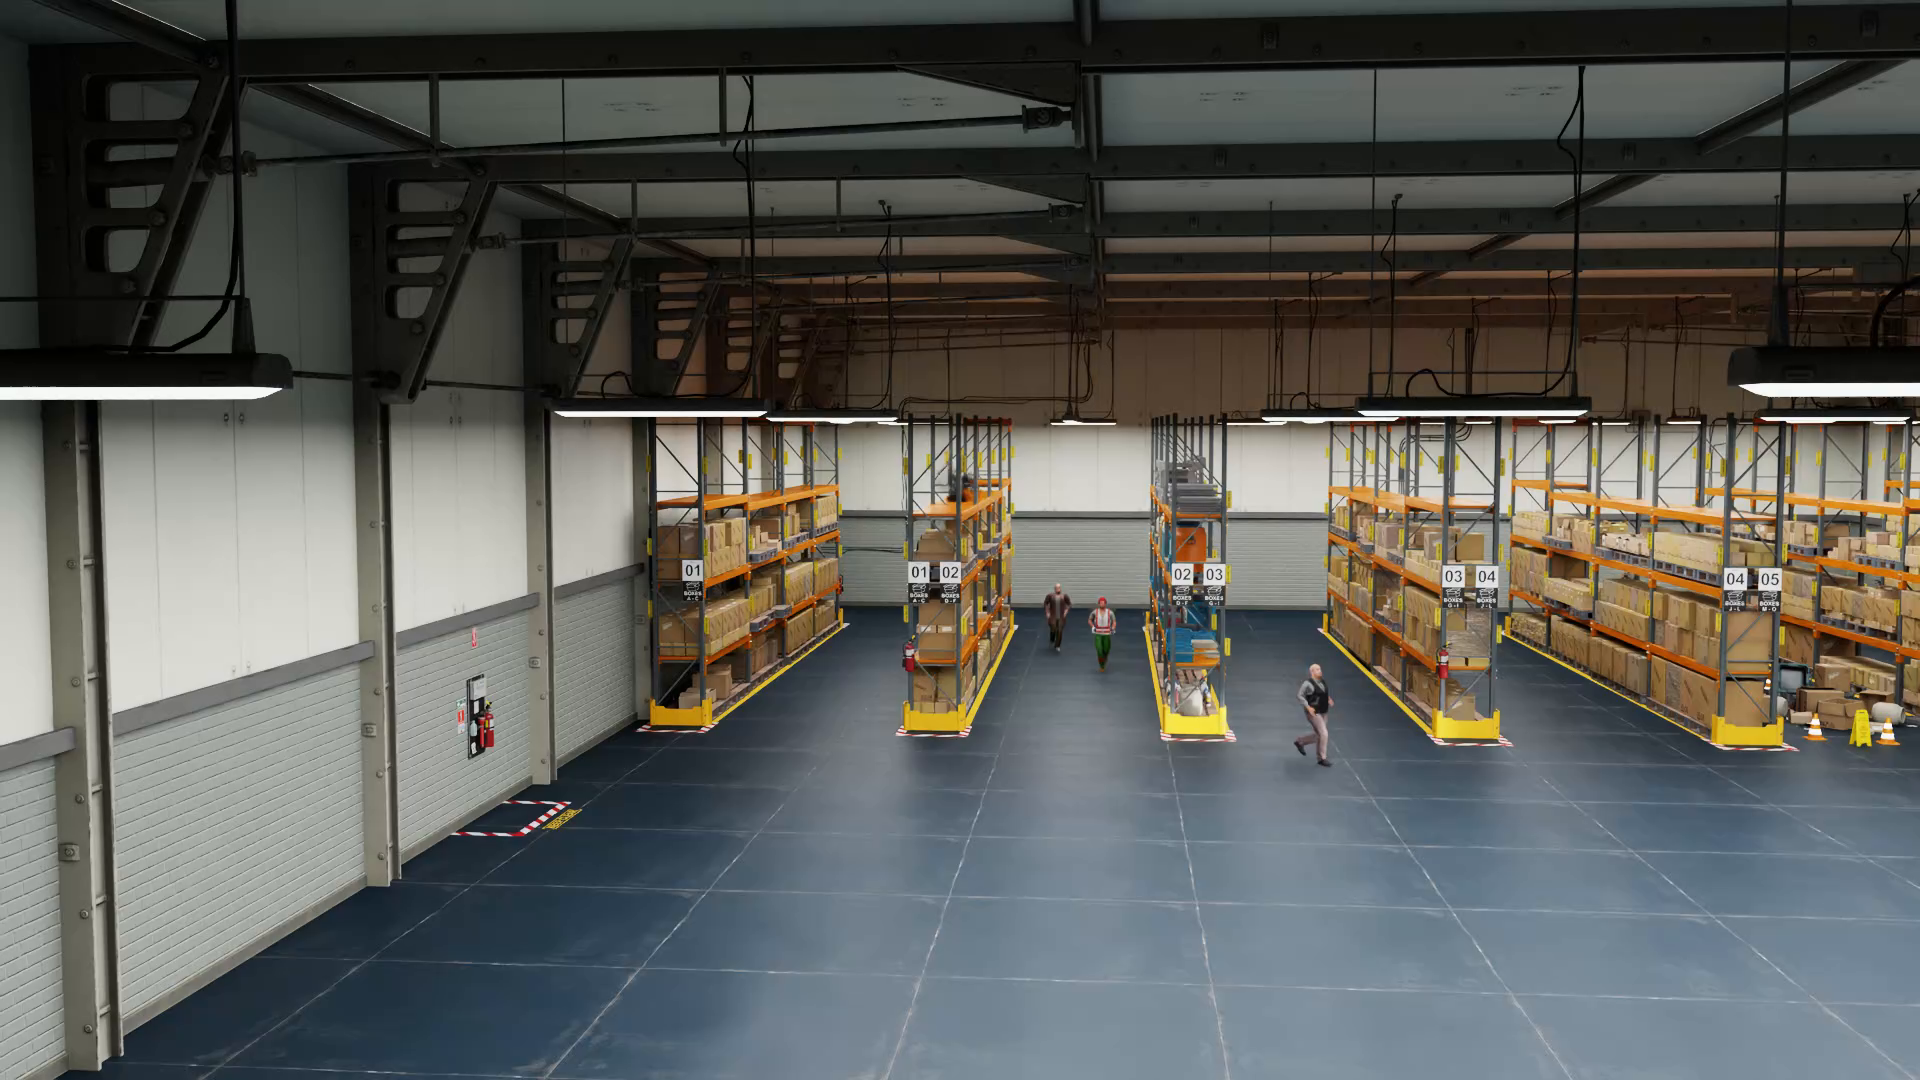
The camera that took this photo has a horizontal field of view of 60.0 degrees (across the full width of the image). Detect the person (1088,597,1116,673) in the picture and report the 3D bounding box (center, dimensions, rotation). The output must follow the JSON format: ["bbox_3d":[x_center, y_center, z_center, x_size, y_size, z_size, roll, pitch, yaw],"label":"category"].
[{"bbox_3d":[3.349,2.220,39.216,0.655,1.753,0.699,0,4,4],"label":"person"}]

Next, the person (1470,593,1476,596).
[{"bbox_3d":[13.824,1.837,45.116,0.740,1.740,0.743,1,4,11],"label":"person"}]

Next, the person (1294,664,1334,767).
[{"bbox_3d":[6.049,2.970,28.391,0.657,1.720,0.784,-4,5,-44],"label":"person"}]

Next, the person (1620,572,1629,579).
[{"bbox_3d":[18.739,1.742,46.915,0.735,1.699,0.588,0,4,2],"label":"person"}]

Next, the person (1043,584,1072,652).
[{"bbox_3d":[2.508,1.988,42.571,0.722,1.746,0.628,0,4,-1],"label":"person"}]
